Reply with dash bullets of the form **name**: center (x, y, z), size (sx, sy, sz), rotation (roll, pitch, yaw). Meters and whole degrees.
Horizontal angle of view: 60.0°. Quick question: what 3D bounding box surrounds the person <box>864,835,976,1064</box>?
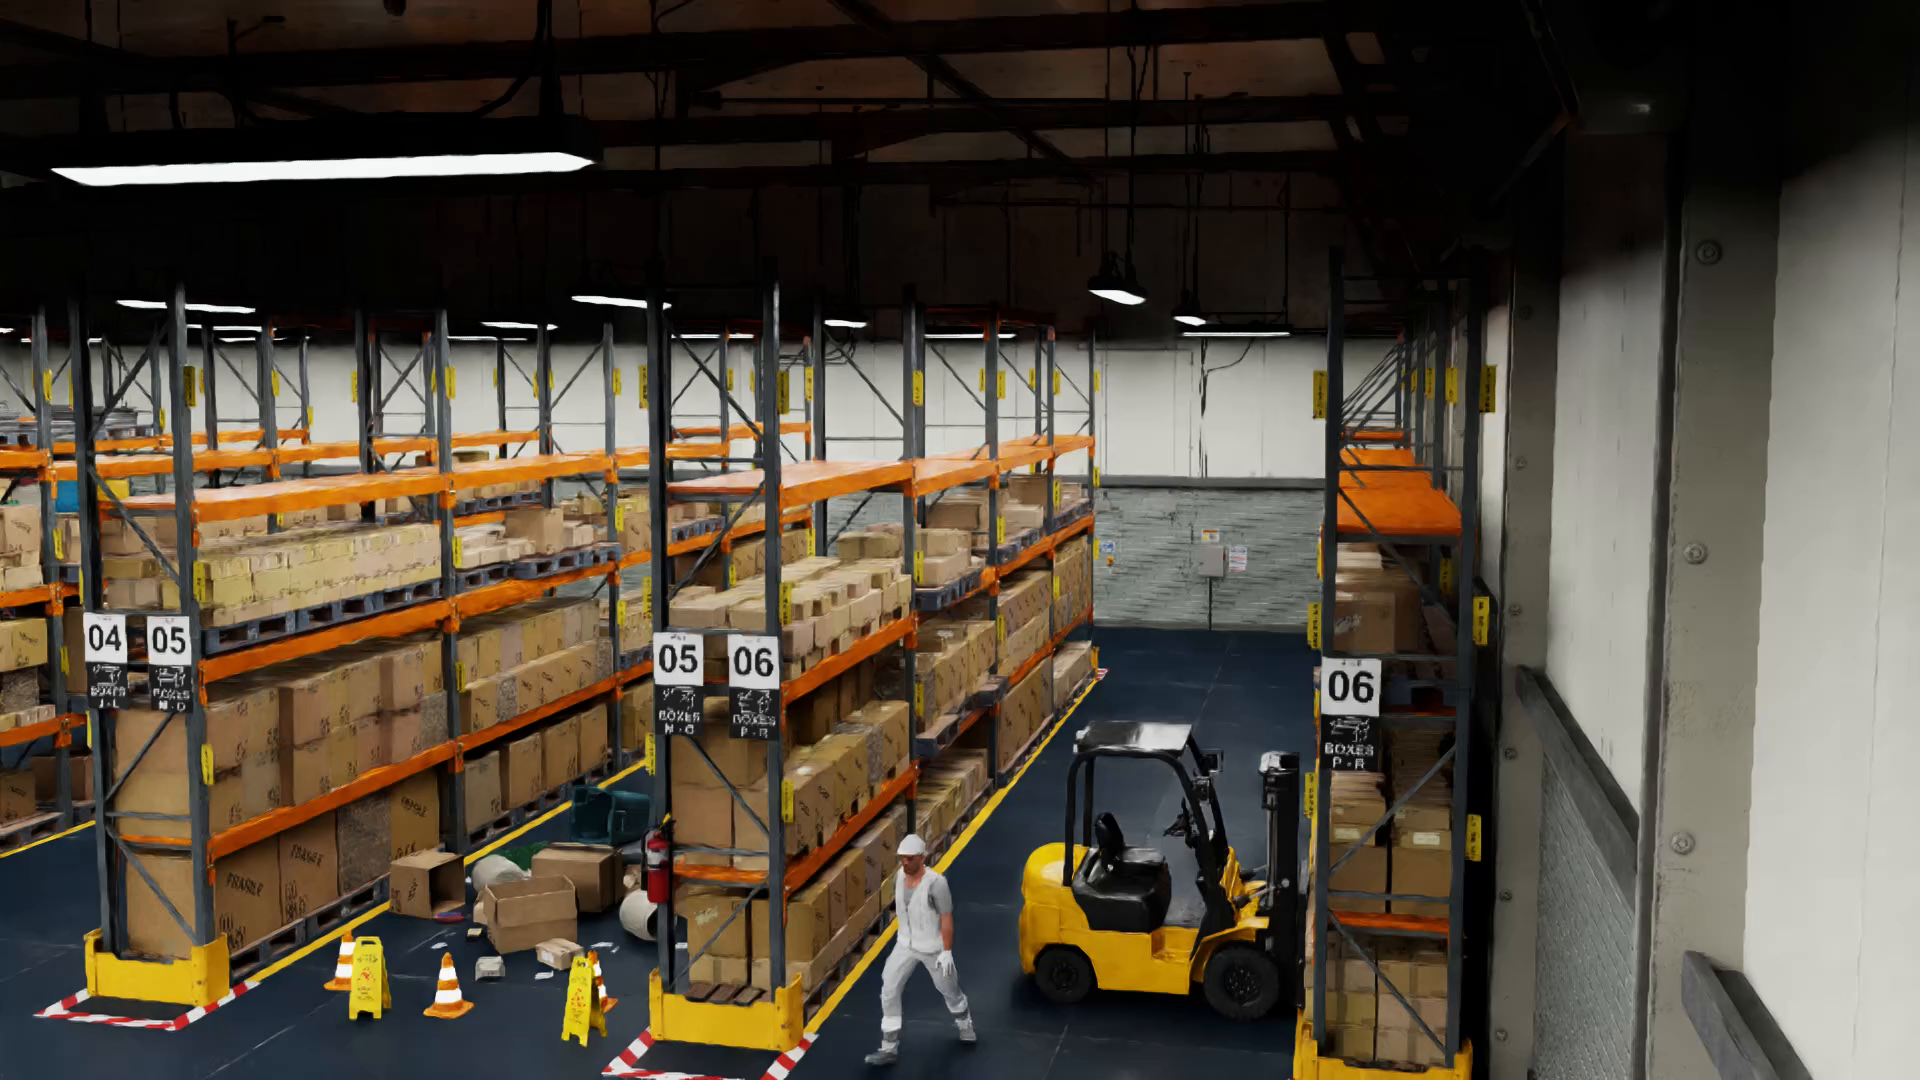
- **person**: center (-0.276, 3.047, 12.535), size (0.598, 1.733, 0.989), rotation (4, 7, 33)
